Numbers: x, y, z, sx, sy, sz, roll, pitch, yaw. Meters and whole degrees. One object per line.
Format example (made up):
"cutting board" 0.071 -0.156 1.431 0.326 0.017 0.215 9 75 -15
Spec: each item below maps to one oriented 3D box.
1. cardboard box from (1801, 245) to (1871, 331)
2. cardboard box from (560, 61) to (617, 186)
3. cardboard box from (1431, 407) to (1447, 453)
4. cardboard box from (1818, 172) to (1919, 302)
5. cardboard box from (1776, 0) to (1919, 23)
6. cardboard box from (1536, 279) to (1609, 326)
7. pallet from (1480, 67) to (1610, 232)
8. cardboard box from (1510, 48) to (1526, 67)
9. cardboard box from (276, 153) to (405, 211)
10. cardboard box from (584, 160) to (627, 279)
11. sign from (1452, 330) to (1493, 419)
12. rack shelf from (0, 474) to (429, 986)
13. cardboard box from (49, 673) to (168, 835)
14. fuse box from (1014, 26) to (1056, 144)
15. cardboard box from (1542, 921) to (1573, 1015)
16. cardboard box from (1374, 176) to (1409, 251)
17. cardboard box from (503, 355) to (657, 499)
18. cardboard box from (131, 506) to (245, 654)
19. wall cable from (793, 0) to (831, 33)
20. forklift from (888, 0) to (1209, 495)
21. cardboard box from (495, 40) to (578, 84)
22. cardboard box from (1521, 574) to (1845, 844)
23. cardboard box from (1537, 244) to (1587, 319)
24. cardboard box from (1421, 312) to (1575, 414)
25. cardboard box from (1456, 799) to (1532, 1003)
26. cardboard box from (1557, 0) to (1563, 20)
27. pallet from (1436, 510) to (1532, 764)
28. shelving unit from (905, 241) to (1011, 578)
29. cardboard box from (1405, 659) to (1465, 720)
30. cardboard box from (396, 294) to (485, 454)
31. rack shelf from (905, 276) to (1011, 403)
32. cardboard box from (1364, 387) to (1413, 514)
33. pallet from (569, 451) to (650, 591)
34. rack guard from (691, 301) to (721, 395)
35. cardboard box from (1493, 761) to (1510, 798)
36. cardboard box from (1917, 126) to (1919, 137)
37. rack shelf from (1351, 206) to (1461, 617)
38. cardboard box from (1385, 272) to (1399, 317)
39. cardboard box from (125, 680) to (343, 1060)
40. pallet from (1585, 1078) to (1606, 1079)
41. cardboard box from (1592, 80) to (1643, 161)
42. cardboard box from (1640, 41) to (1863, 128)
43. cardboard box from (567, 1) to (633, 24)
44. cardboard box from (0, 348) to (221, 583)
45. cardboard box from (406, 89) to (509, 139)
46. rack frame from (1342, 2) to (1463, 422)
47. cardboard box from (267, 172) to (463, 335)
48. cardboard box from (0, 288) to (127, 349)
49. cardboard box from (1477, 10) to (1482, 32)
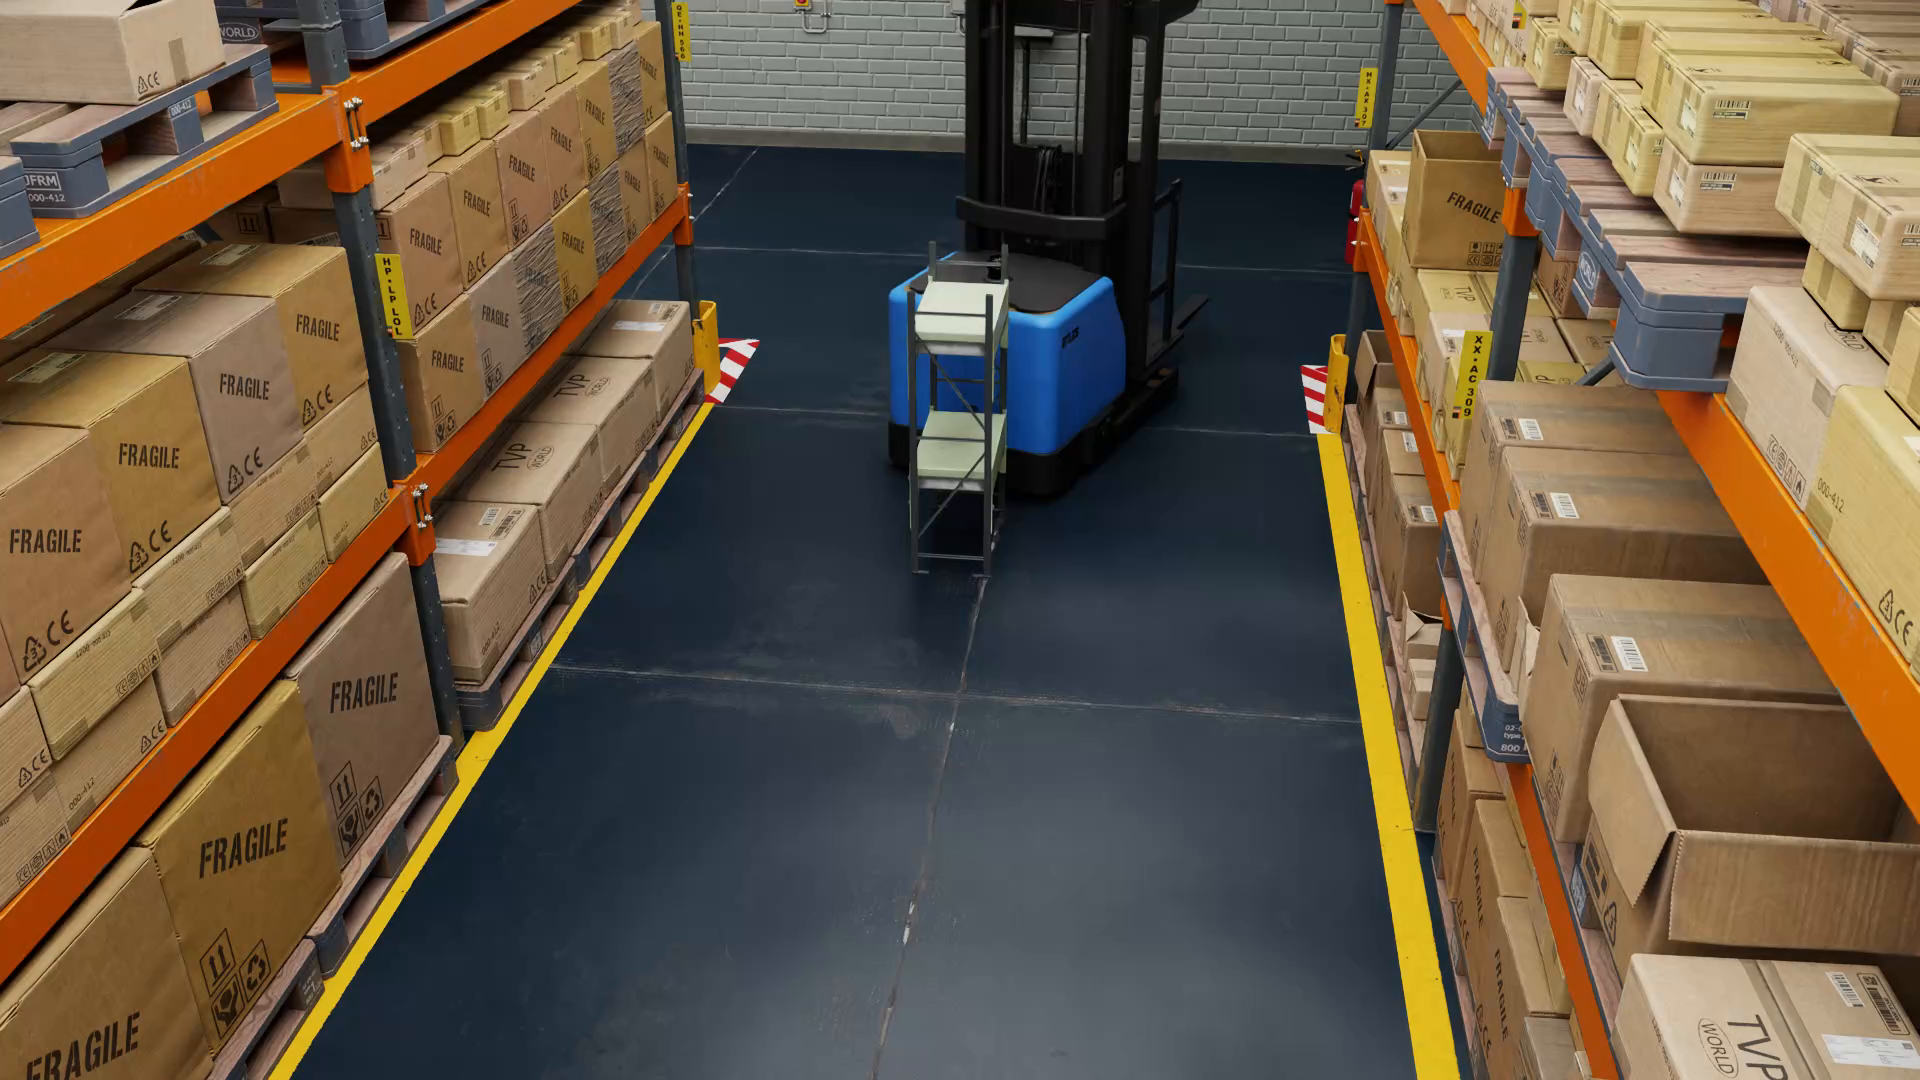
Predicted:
"cardboard box" 1.804 -0.490 3.071 0.380 0.149 0.250 4 29 8
"cardboard box" -2.052 -2.090 8.307 0.500 0.500 0.500 3 28 6
"cardboard box" 2.113 -0.459 6.705 0.380 0.149 0.250 4 29 8
"cardboard box" 1.695 -0.507 2.789 0.380 0.149 0.250 3 28 5
"cardboard box" 2.354 -1.339 4.313 0.380 0.149 0.250 3 28 5
"cardboard box" 2.755 -0.919 7.138 0.500 0.250 0.500 4 29 7
"pallet" 2.157 -1.092 4.651 1.213 0.211 1.003 3 28 6
"cardboard box" 2.057 -1.554 5.574 0.380 0.149 0.250 3 28 6
"cardboard box" -2.324 -1.347 6.245 0.380 0.149 0.250 3 28 5
"cardboard box" -2.056 -1.651 8.546 0.500 0.500 0.500 4 29 8
"sign" 1.767 -0.567 5.726 0.100 0.325 0.005 3 28 6
"rack shelf" -2.865 0.814 4.835 1.077 0.370 4.000 3 28 6
"cardboard box" -2.628 0.567 4.693 0.500 0.250 0.500 3 28 6
"fuse box" 0.604 -4.225 14.788 0.539 1.711 0.414 3 28 6
"cardboard box" 1.901 1.244 4.787 0.380 0.149 0.250 4 29 8
"cardboard box" 2.412 -1.670 8.532 0.500 0.250 0.500 4 29 7
"cardboard box" -2.216 -0.636 9.027 0.875 0.438 0.875 4 29 8
"cardboard box" -2.544 0.103 5.027 0.500 0.250 0.500 4 29 7
"wall cable" -1.463 -5.444 14.588 0.585 1.953 0.123 3 28 6
"forklift" 0.718 -2.207 9.756 1.130 2.935 3.031 14 31 24
"cardboard box" -2.077 -2.312 8.036 0.380 0.149 0.250 4 29 7
"cardboard box" 1.865 0.442 4.220 0.700 0.500 0.500 3 28 6
"cardboard box" 2.753 -1.238 6.939 0.500 0.500 0.500 3 28 5
"cardboard box" 2.173 -0.713 6.755 0.500 0.250 0.500 3 29 6
"cardboard box" 1.968 1.224 5.508 0.500 0.500 0.500 3 28 6
"cardboard box" 1.872 -1.483 4.580 0.380 0.149 0.250 4 29 7
"pallet" 2.100 0.297 5.239 1.003 0.211 1.213 3 28 6
"shelving unit" -0.001 -0.657 8.388 0.431 1.500 0.755 3 28 6
"cardboard box" 2.083 0.633 6.975 0.380 0.149 0.250 3 28 5
"cardboard box" -2.303 -0.694 6.770 0.500 0.500 0.500 4 29 8
"rack shelf" -0.001 -1.001 8.203 0.431 0.370 0.720 3 28 6
"cardboard box" 2.484 -0.442 8.601 0.700 0.500 0.500 4 29 8
"pallet" -2.303 -0.146 8.798 1.003 0.211 1.213 3 28 6
"rack guard" -2.127 -1.238 10.521 1.175 0.500 0.348 3 28 6
"cardboard box" 2.041 0.761 5.684 0.380 0.149 0.250 3 28 5
"cardboard box" 2.223 -0.852 3.410 0.380 0.149 0.250 4 29 7
"rack shelf" 2.551 -0.782 7.798 1.077 0.370 4.000 3 28 6
"cardboard box" 2.277 -1.187 8.056 0.380 0.149 0.250 3 28 5
"cardboard box" -2.720 1.028 5.476 0.875 0.875 0.875 4 29 8
"pallet" 1.830 1.487 3.030 1.213 0.211 1.003 3 28 6
"cardboard box" 1.752 -0.998 3.994 0.380 0.149 0.250 3 28 6
"cardboard box" 1.745 -1.002 3.687 0.380 0.149 0.250 4 29 7
"cardboard box" -1.983 -2.795 8.932 0.380 0.149 0.250 4 29 7
"cardboard box" -2.564 -0.222 4.840 0.500 0.500 0.500 4 29 8
"cardboard box" -2.167 -1.829 7.138 0.380 0.149 0.250 3 28 5
"rack frame" 2.796 -2.040 9.375 1.000 3.000 0.127 3 28 6
"cardboard box" -2.322 -1.138 6.541 0.500 0.500 0.500 4 29 7
"cardboard box" -2.994 -0.497 5.350 0.500 0.500 0.500 3 28 6
"cardboard box" 2.228 -2.034 6.466 0.380 0.149 0.250 4 29 8
